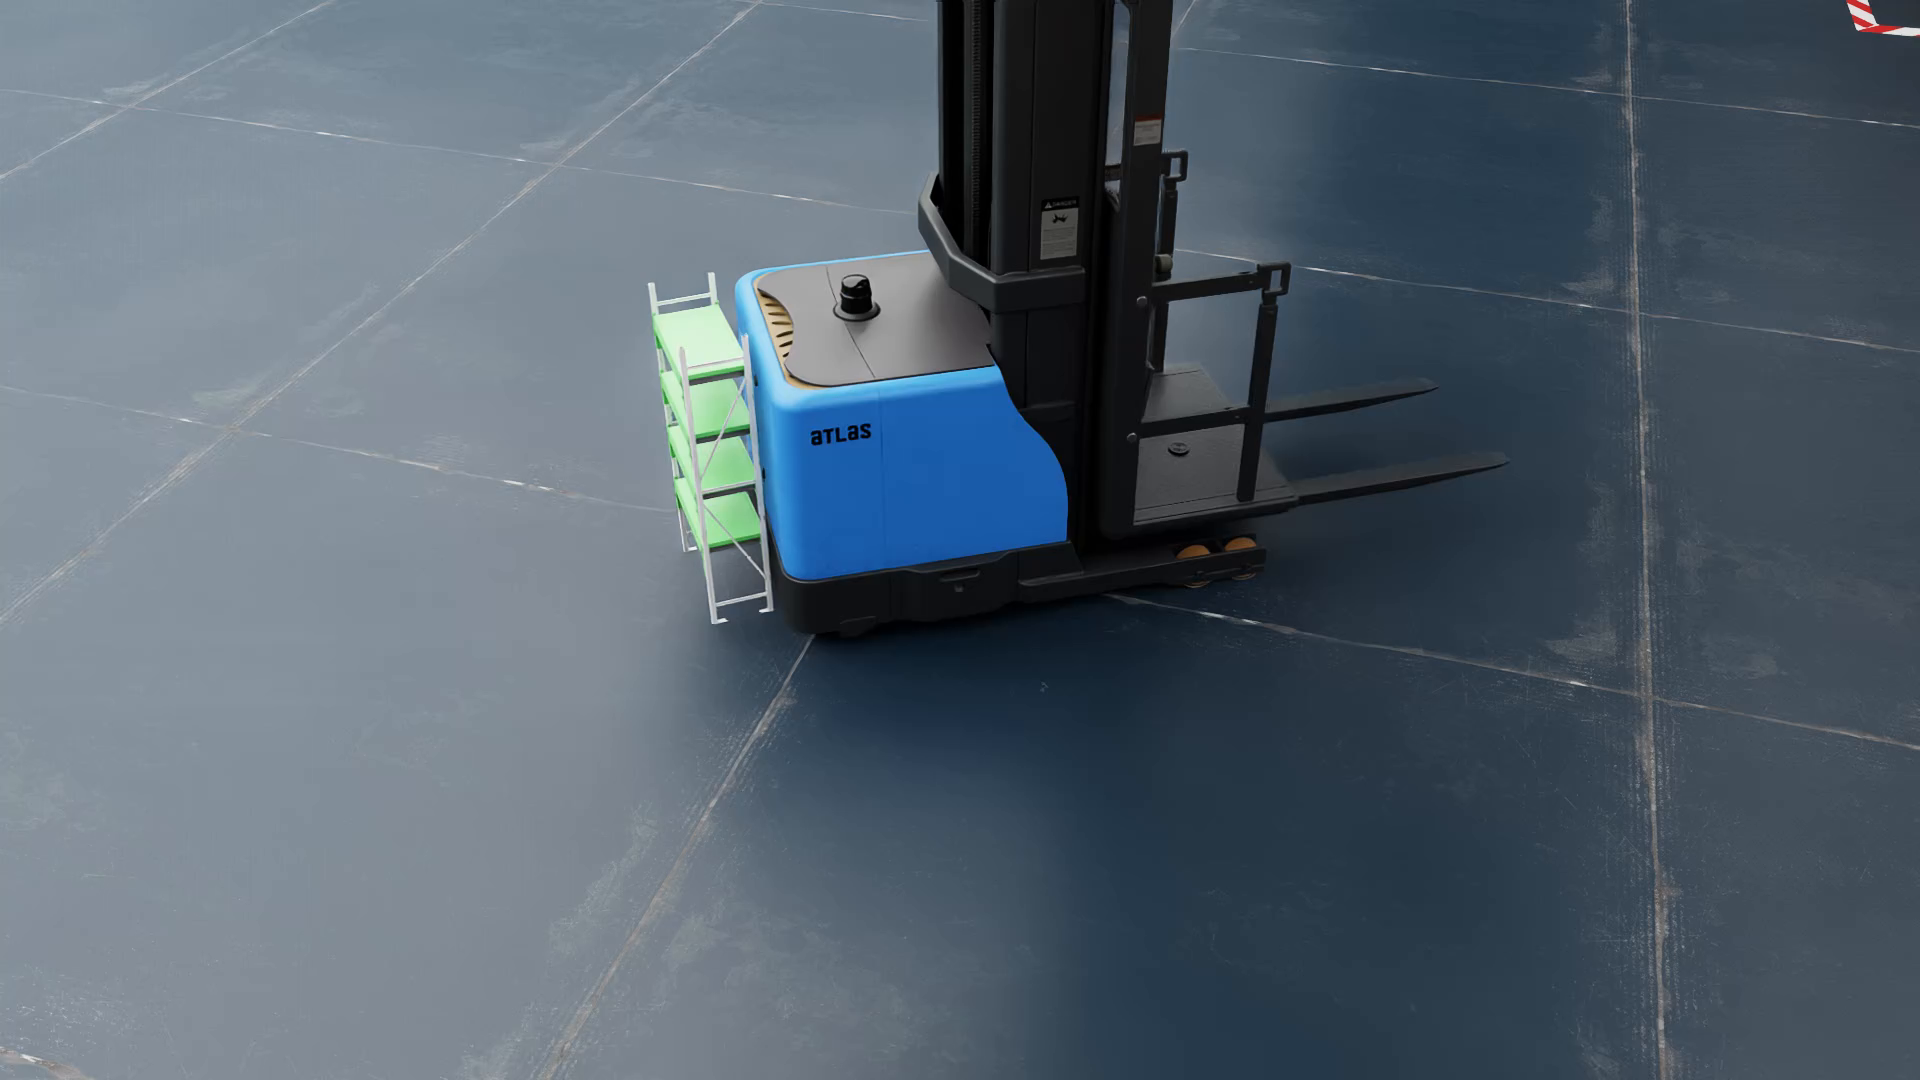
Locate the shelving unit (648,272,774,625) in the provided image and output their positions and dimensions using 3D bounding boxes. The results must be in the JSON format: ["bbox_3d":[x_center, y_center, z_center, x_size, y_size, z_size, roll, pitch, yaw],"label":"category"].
[{"bbox_3d":[-0.917,-0.325,6.178,0.258,1.200,0.503,-13,38,-16],"label":"shelving unit"}]

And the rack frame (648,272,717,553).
[{"bbox_3d":[-1.002,-0.461,6.362,0.240,1.200,0.015,-13,38,-16],"label":"rack frame"}]

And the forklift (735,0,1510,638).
[{"bbox_3d":[0.707,-1.288,6.027,3.031,2.935,1.130,-9,37,-12],"label":"forklift"}]

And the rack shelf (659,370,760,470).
[{"bbox_3d":[-0.918,-0.467,6.073,0.258,0.148,0.480,-13,38,-16],"label":"rack shelf"}]

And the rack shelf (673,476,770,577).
[{"bbox_3d":[-0.915,-0.081,6.359,0.258,0.148,0.480,-13,38,-16],"label":"rack shelf"}]

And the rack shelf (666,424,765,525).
[{"bbox_3d":[-0.917,-0.274,6.216,0.258,0.148,0.480,-13,38,-16],"label":"rack shelf"}]

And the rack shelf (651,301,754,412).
[{"bbox_3d":[-0.920,-0.660,5.931,0.258,0.148,0.480,-13,38,-16],"label":"rack shelf"}]

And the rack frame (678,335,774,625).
[{"bbox_3d":[-0.833,-0.190,5.994,0.240,1.200,0.015,-13,38,-16],"label":"rack frame"}]
